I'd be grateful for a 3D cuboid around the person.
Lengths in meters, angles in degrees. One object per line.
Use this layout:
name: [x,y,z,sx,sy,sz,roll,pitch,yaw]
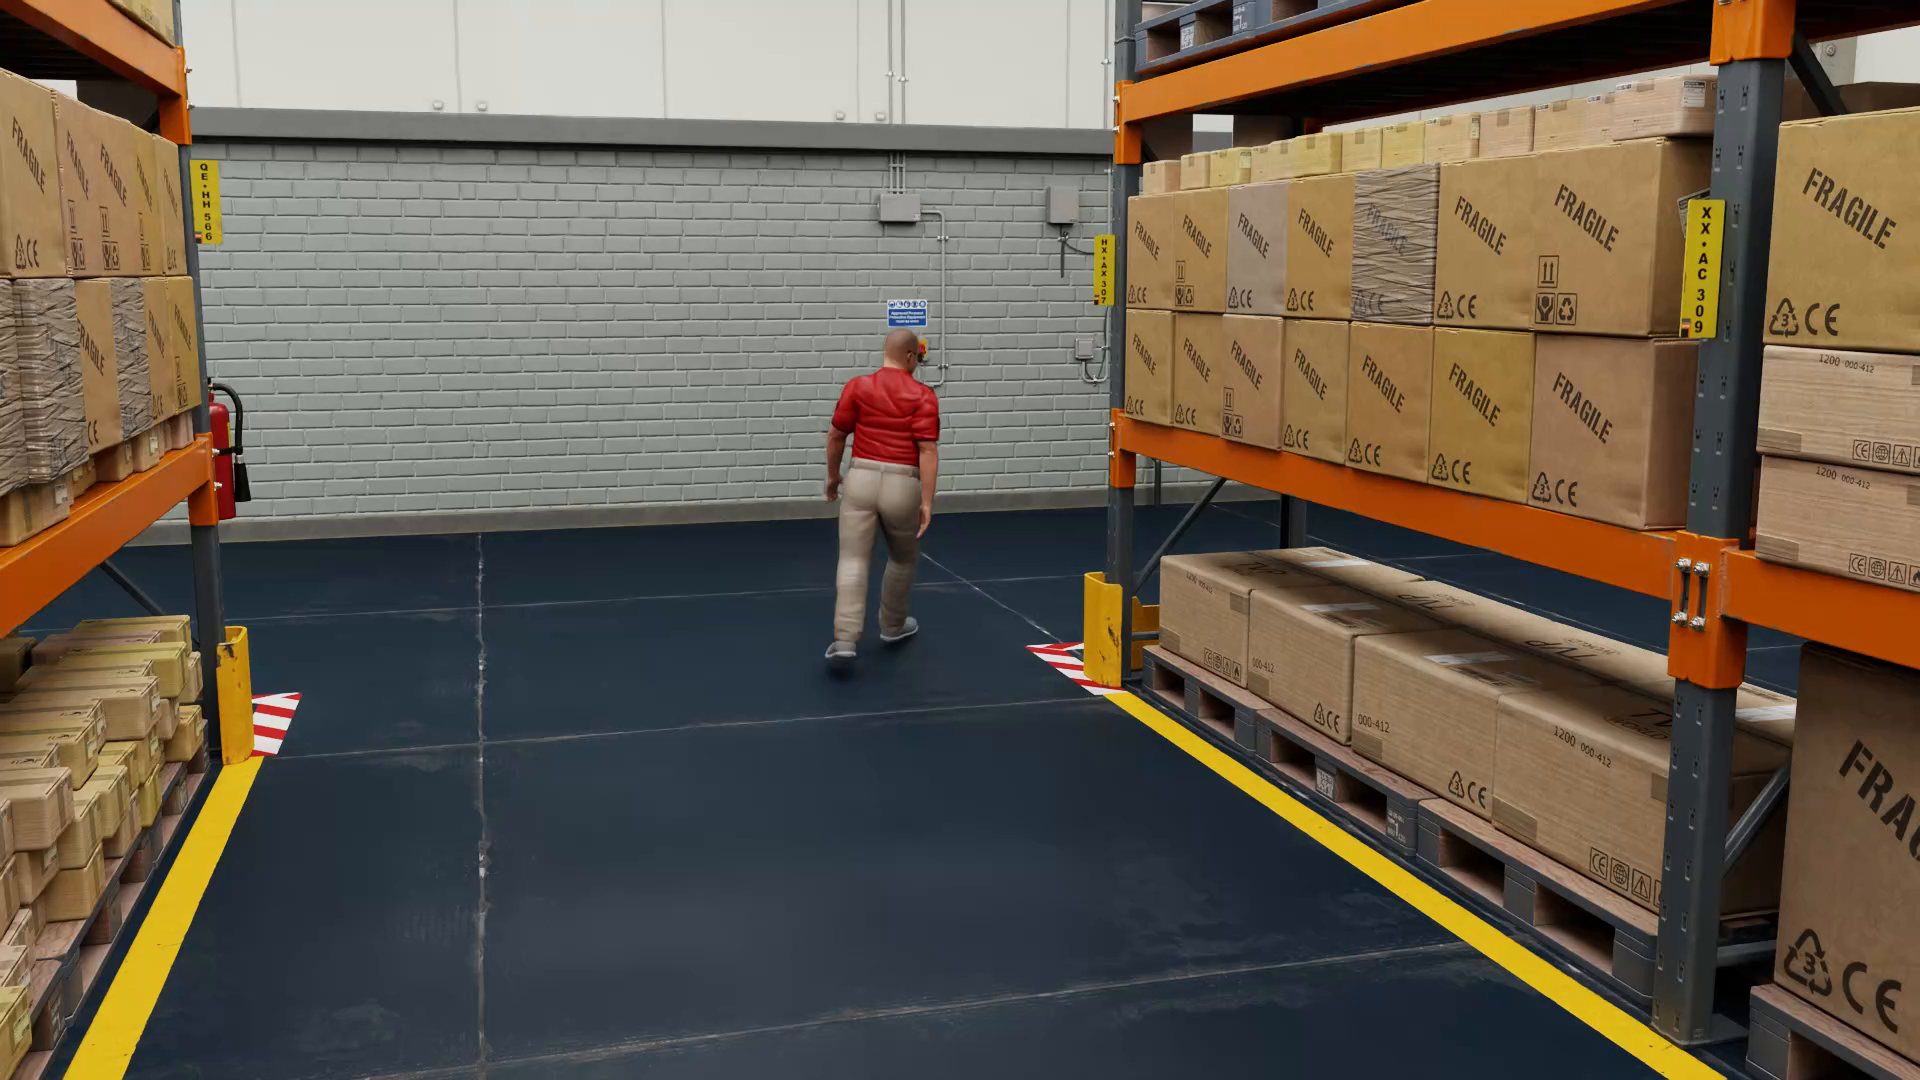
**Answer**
person: [-0.402,-0.242,8.470,0.620,1.661,1.056,0,9,3]
